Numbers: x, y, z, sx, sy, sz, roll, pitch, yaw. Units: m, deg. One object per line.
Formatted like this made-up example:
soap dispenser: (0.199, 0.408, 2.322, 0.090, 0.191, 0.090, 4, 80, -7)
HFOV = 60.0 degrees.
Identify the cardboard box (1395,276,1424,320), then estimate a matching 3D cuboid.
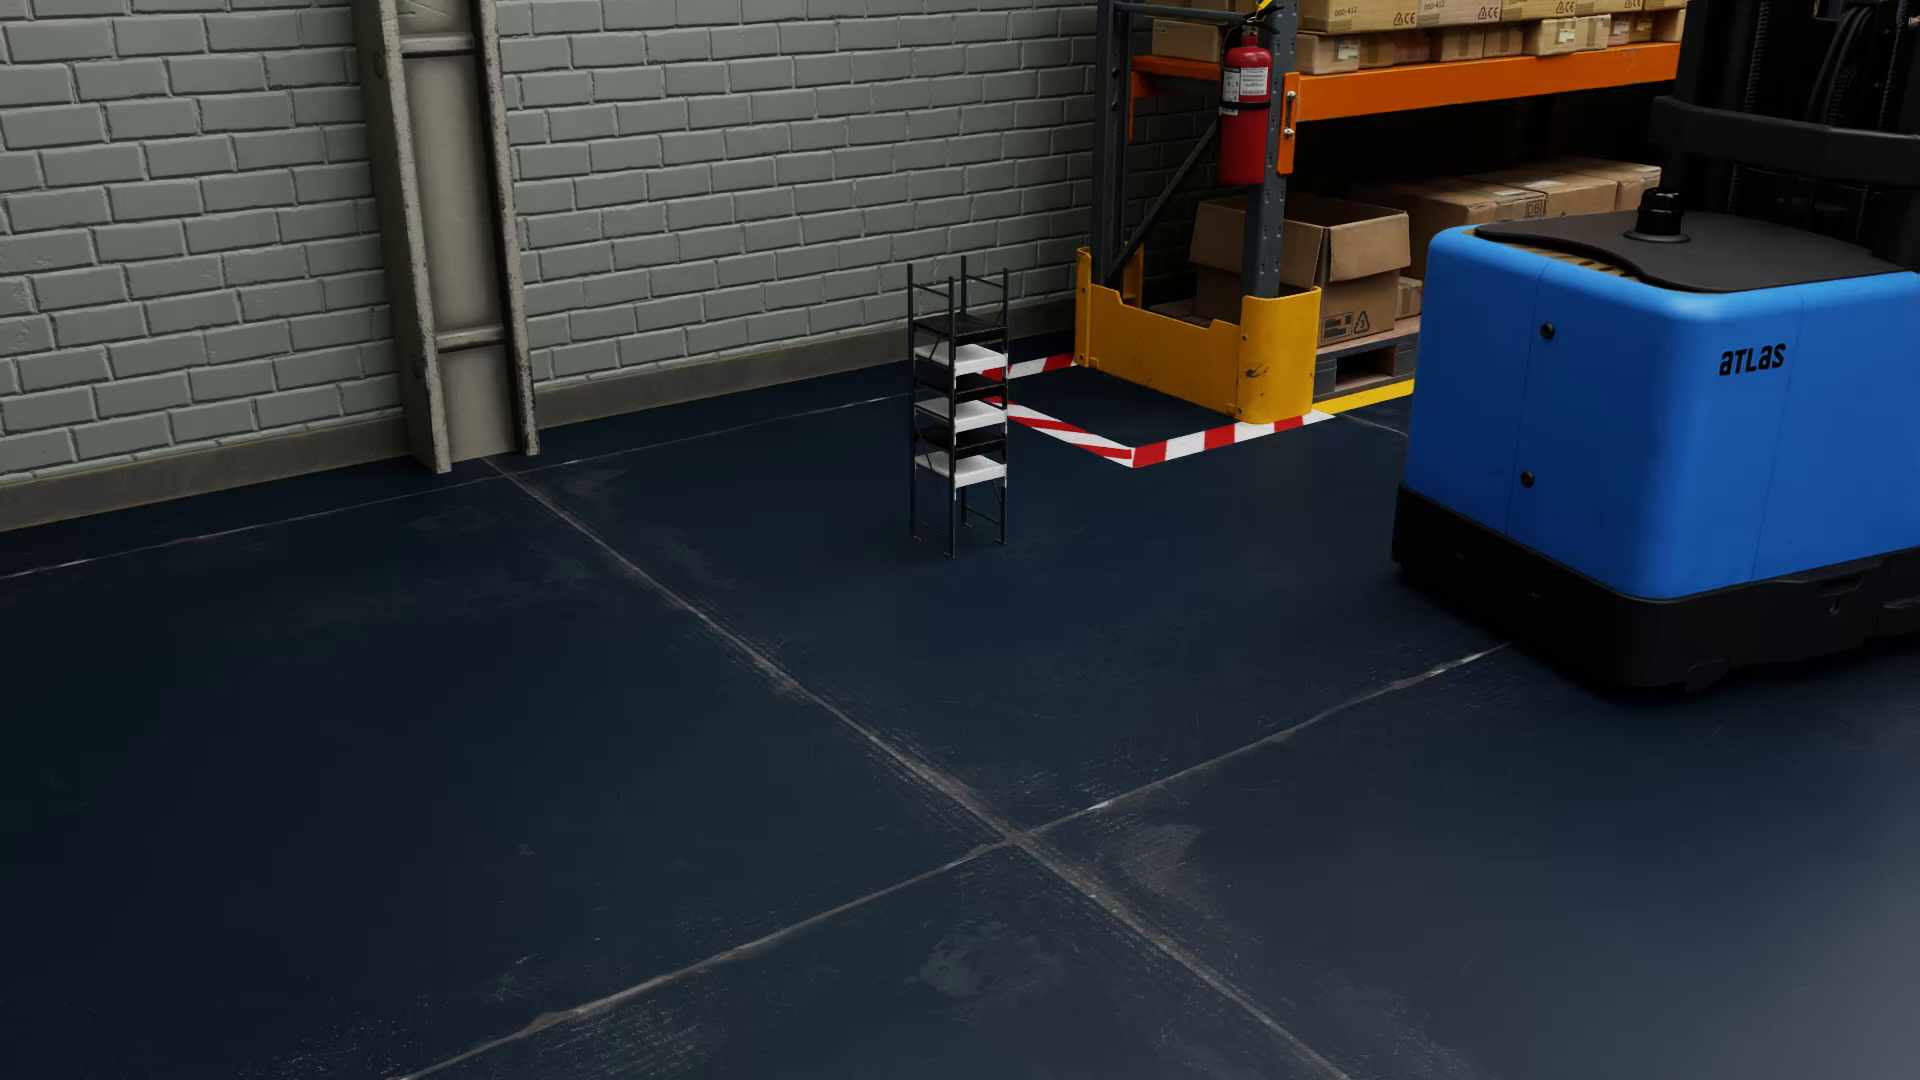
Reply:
cardboard box: (1.819, -1.088, 7.355, 0.250, 0.149, 0.380, -16, 27, -35)

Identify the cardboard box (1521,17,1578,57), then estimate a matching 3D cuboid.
cardboard box: (2.401, -2.169, 7.123, 0.250, 0.149, 0.380, -16, 27, -34)

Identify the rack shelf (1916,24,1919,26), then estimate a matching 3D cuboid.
rack shelf: (5.770, -2.997, 9.831, 4.000, 0.370, 1.077, -15, 26, -33)

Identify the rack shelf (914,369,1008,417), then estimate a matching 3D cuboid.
rack shelf: (-0.007, -0.469, 5.204, 0.200, 0.077, 0.258, -15, 26, -33)

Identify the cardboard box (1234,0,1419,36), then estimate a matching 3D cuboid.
cardboard box: (1.425, -2.118, 6.459, 0.500, 0.250, 0.500, -15, 26, -33)

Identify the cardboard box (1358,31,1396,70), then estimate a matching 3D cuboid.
cardboard box: (1.506, -1.974, 6.634, 0.250, 0.149, 0.380, -14, 26, -32)

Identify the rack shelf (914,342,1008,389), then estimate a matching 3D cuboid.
rack shelf: (-0.007, -0.552, 5.171, 0.200, 0.077, 0.258, -15, 26, -33)

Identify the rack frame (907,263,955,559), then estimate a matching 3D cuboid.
rack frame: (-0.089, -0.394, 5.170, 0.006, 0.900, 0.240, -15, 26, -33)

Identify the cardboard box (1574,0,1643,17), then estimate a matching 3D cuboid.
cardboard box: (2.646, -2.455, 7.304, 0.500, 0.250, 0.500, -16, 27, -34)

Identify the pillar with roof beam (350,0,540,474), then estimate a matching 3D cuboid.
pillar with roof beam: (0.699, -3.212, 1.303, 0.400, 9.000, 9.100, -15, 26, -33)

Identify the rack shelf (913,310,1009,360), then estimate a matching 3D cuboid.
rack shelf: (-0.007, -0.636, 5.137, 0.200, 0.077, 0.258, -15, 26, -33)

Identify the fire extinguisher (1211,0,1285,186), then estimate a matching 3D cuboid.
fire extinguisher: (1.050, -1.653, 6.099, 0.183, 0.674, 0.296, -15, 26, -33)

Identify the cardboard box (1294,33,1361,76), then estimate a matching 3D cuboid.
cardboard box: (1.326, -1.905, 6.461, 0.250, 0.149, 0.380, -15, 26, -33)

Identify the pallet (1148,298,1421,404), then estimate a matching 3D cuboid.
pallet: (1.608, -0.927, 7.435, 1.213, 0.211, 1.003, -15, 26, -33)

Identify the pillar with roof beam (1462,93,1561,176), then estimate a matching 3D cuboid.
pillar with roof beam: (5.569, -4.510, 4.557, 0.400, 9.000, 9.100, -15, 26, -33)

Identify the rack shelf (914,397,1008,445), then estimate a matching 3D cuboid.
rack shelf: (-0.007, -0.385, 5.238, 0.200, 0.077, 0.258, -15, 26, -33)

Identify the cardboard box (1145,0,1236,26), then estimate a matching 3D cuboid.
cardboard box: (1.118, -2.281, 6.866, 0.500, 0.250, 0.500, -14, 26, -31)

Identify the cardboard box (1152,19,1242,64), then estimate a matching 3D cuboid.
cardboard box: (1.012, -2.069, 6.872, 0.250, 0.149, 0.380, -15, 26, -33)

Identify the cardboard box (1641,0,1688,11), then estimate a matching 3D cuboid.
cardboard box: (3.065, -2.567, 7.582, 0.500, 0.250, 0.500, -15, 26, -33)

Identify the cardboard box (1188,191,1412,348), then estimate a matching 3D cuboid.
cardboard box: (1.451, -1.172, 7.089, 0.637, 0.503, 0.797, -16, 27, -35)

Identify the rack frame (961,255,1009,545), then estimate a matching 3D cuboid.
rack frame: (0.076, -0.438, 5.280, 0.006, 0.900, 0.240, -15, 26, -33)

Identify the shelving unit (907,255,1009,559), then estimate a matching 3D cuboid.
shelving unit: (-0.007, -0.416, 5.225, 0.210, 0.900, 0.258, -15, 26, -33)

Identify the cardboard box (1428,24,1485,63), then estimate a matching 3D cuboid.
cardboard box: (1.940, -2.077, 6.894, 0.250, 0.149, 0.380, -14, 26, -31)

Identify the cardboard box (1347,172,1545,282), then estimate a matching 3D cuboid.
cardboard box: (2.168, -1.344, 7.523, 0.500, 0.500, 0.700, -14, 26, -31)

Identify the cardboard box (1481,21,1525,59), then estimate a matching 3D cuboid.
cardboard box: (2.152, -2.137, 7.042, 0.250, 0.149, 0.380, -14, 26, -32)

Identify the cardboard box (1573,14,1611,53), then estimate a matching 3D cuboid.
cardboard box: (2.603, -2.232, 7.281, 0.250, 0.149, 0.380, -14, 26, -32)

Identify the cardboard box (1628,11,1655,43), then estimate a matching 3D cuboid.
cardboard box: (2.945, -2.376, 7.642, 0.250, 0.149, 0.380, -14, 26, -32)

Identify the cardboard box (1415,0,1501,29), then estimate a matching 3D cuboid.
cardboard box: (1.834, -2.228, 6.733, 0.500, 0.250, 0.500, -15, 26, -32)

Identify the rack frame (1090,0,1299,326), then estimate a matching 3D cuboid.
rack frame: (0.899, -2.033, 6.443, 0.127, 3.000, 1.000, -15, 26, -33)

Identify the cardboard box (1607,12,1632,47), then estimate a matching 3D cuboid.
cardboard box: (2.772, -2.308, 7.473, 0.250, 0.149, 0.380, -15, 26, -33)

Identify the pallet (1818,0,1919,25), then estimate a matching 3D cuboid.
pallet: (4.859, -2.950, 9.000, 1.213, 0.211, 1.003, -15, 26, -33)

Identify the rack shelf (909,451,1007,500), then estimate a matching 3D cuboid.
rack shelf: (-0.007, -0.218, 5.304, 0.200, 0.077, 0.258, -15, 26, -33)

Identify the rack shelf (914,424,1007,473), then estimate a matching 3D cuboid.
rack shelf: (-0.007, -0.302, 5.271, 0.200, 0.077, 0.258, -15, 26, -33)

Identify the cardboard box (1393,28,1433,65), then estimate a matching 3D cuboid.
cardboard box: (1.699, -2.041, 6.803, 0.250, 0.149, 0.380, -15, 26, -34)

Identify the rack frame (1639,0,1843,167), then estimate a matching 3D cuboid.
rack frame: (4.146, -2.899, 8.613, 0.127, 3.000, 1.000, -15, 26, -33)

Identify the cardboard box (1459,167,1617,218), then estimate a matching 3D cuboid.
cardboard box: (2.655, -1.428, 7.735, 0.500, 0.500, 0.500, -14, 26, -32)

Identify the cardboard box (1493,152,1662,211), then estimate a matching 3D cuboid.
cardboard box: (3.011, -1.569, 8.087, 0.500, 0.500, 0.700, -16, 27, -35)

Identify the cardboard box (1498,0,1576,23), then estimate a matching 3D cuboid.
cardboard box: (2.244, -2.338, 7.010, 0.500, 0.250, 0.500, -16, 26, -34)

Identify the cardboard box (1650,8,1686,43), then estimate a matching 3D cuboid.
cardboard box: (3.220, -2.398, 7.698, 0.250, 0.149, 0.380, -15, 26, -34)

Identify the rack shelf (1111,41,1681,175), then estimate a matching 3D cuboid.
rack shelf: (2.523, -2.132, 7.662, 4.000, 0.370, 1.077, -15, 26, -33)

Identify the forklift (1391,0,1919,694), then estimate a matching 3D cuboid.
forklift: (2.878, -1.308, 4.720, 3.031, 2.935, 1.130, -9, 24, -22)

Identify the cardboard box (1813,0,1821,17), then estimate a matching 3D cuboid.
cardboard box: (4.035, -2.637, 8.296, 0.250, 0.149, 0.380, -15, 26, -32)

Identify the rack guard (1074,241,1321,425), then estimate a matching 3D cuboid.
rack guard: (0.961, -0.888, 6.948, 0.348, 0.500, 1.175, -15, 26, -33)
